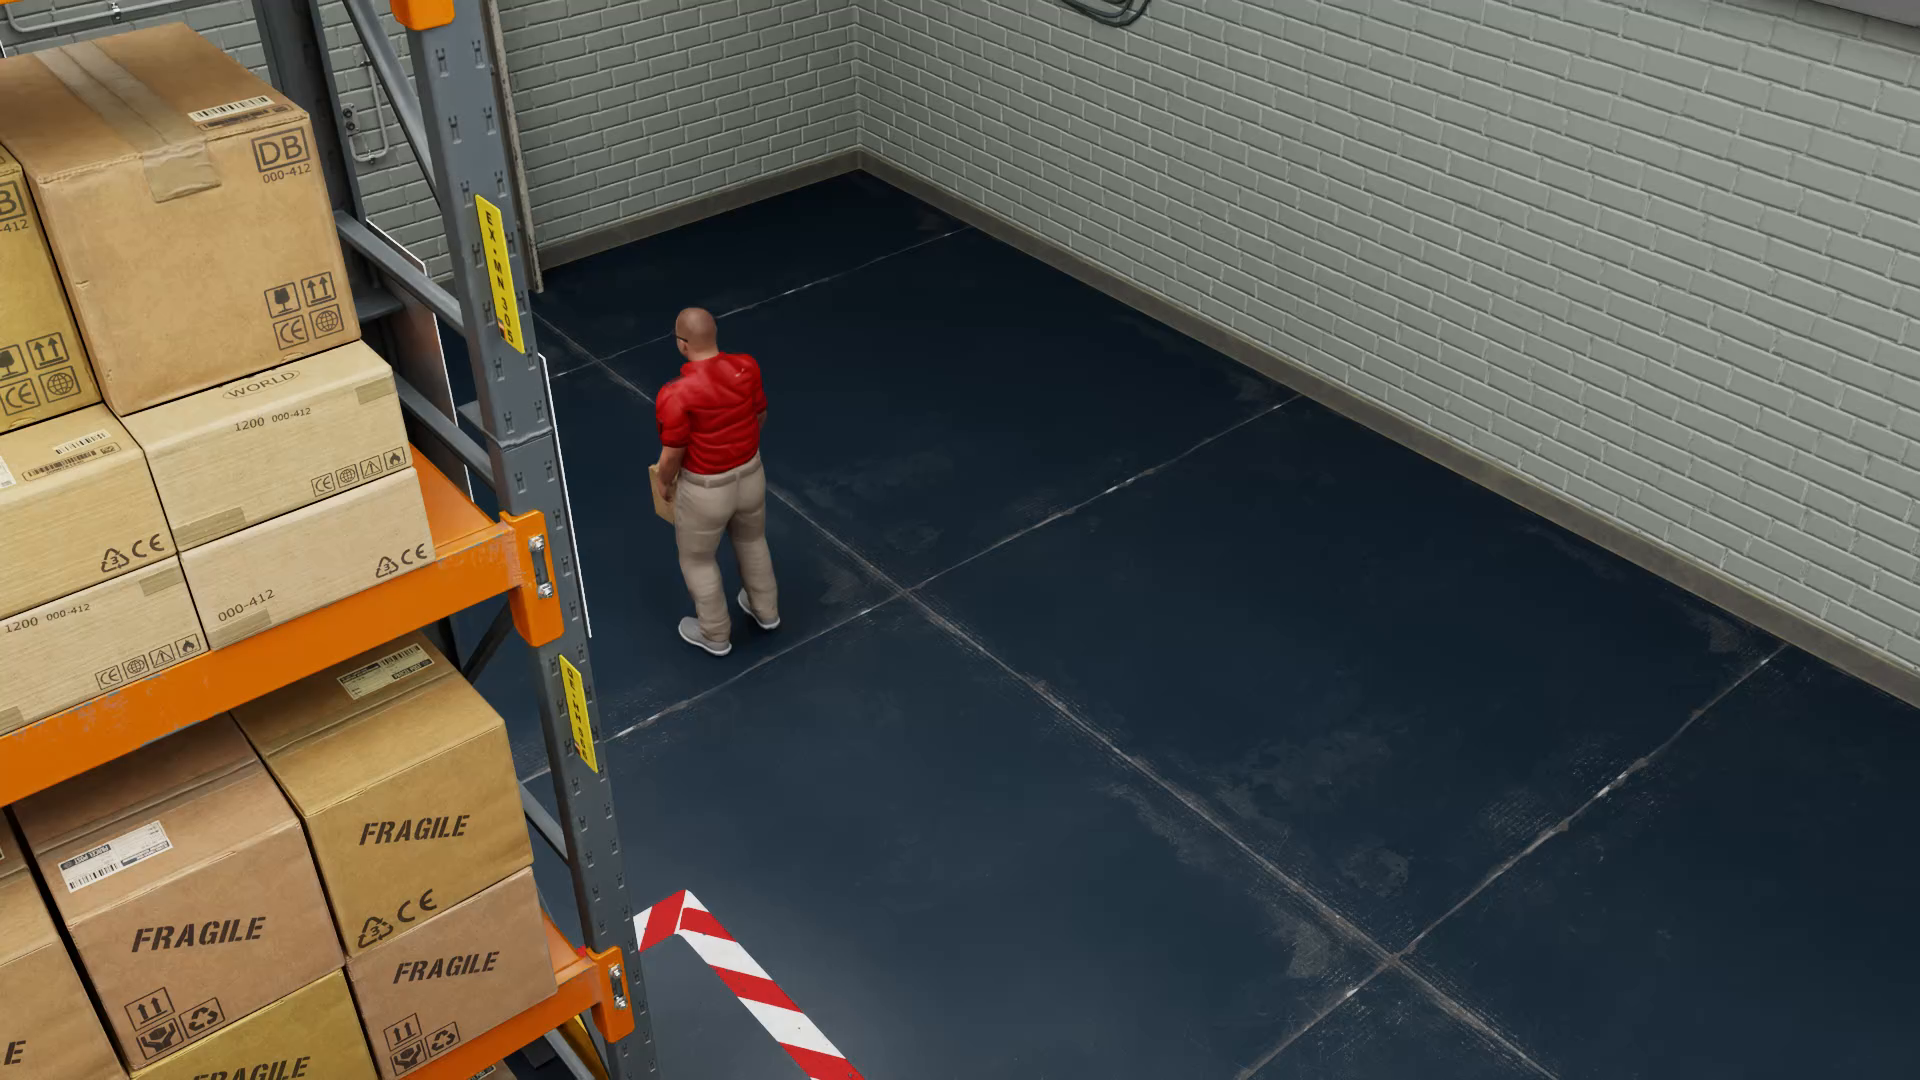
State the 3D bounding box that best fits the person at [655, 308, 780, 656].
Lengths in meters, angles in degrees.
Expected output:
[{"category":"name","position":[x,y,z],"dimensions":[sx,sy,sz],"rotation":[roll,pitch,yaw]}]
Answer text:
[{"category":"person","position":[-1.100,-0.265,7.454],"dimensions":[0.547,1.733,0.405],"rotation":[-27,44,-32]}]
